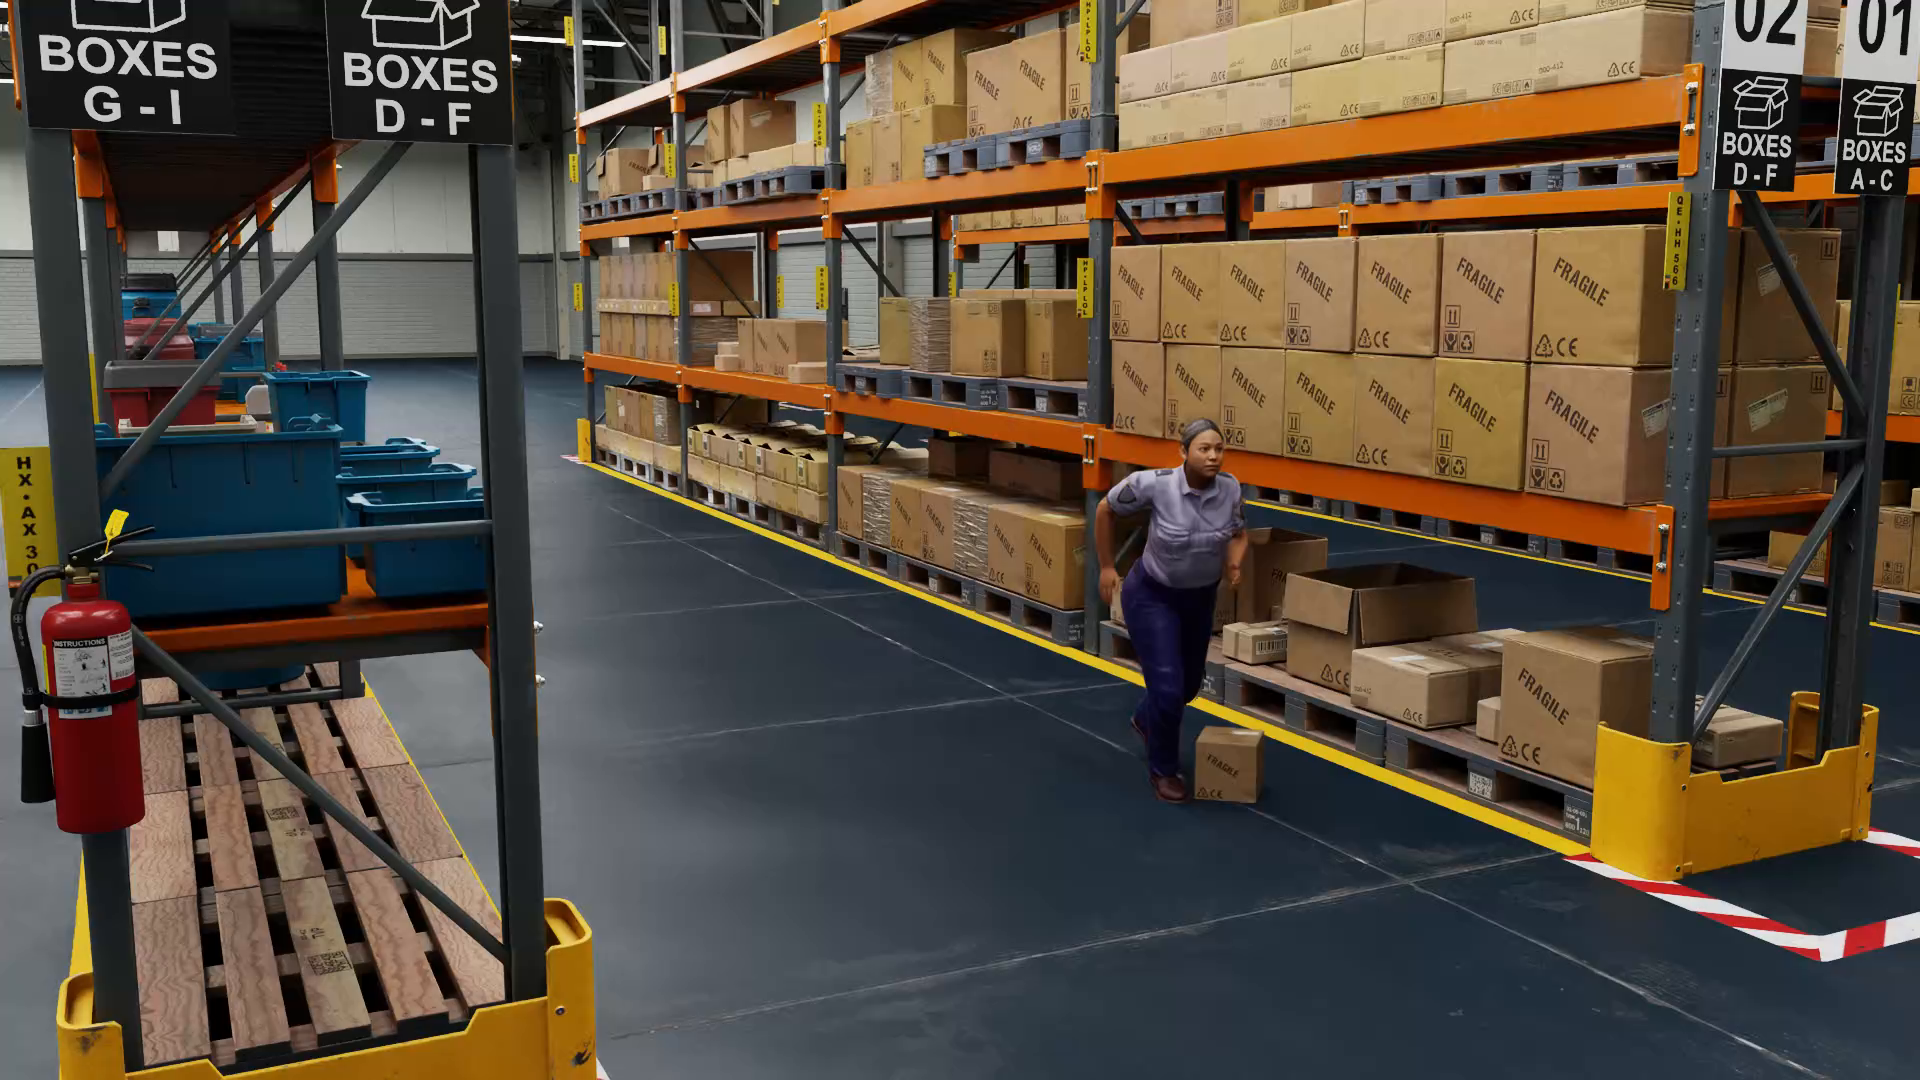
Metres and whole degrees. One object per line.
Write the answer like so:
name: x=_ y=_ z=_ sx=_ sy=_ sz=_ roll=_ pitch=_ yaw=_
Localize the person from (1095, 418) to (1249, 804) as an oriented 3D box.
person: x=0.851 y=0.265 z=6.939 sx=0.595 sy=1.583 sz=0.891 roll=-4 pitch=10 yaw=-26
